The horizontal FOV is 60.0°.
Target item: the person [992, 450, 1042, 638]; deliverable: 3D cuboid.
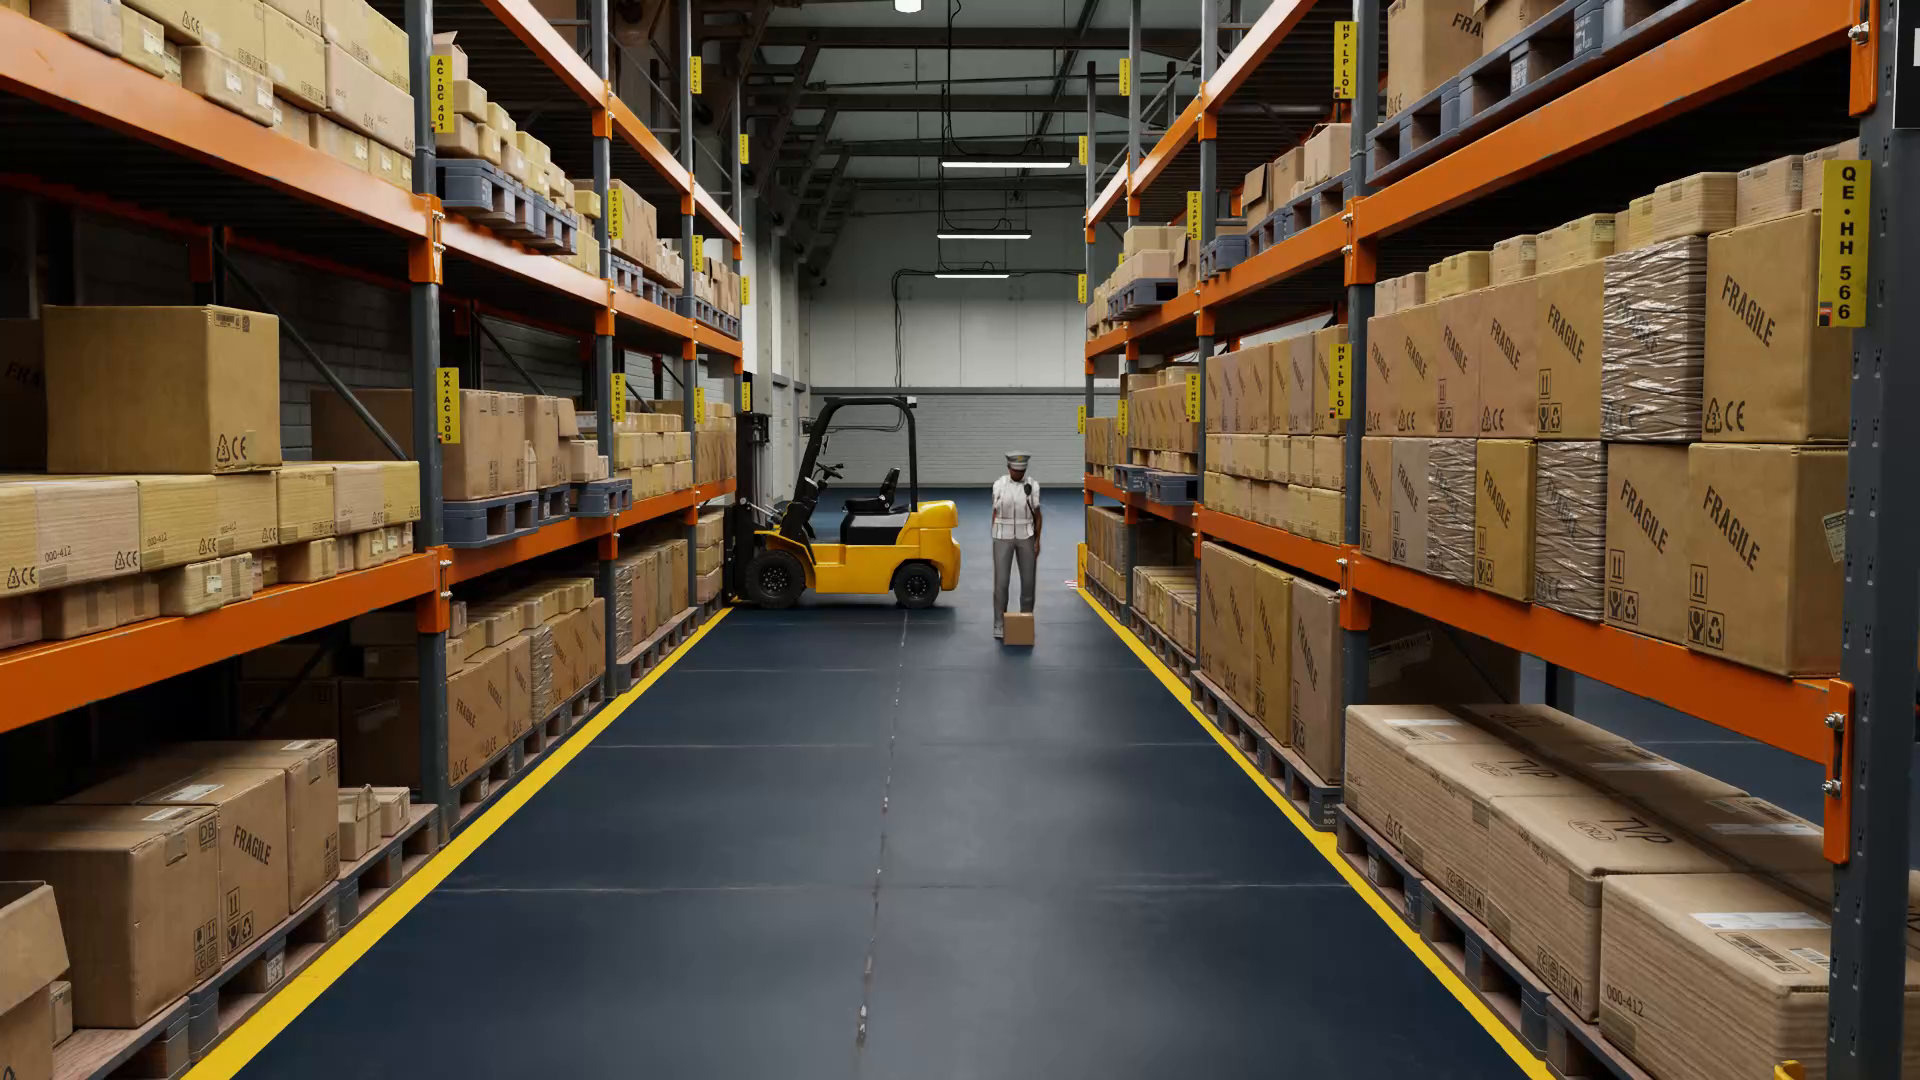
[{"bbox_3d":[0.502,0.036,14.634,0.443,1.652,0.351,0,4,0],"label":"person"}]
